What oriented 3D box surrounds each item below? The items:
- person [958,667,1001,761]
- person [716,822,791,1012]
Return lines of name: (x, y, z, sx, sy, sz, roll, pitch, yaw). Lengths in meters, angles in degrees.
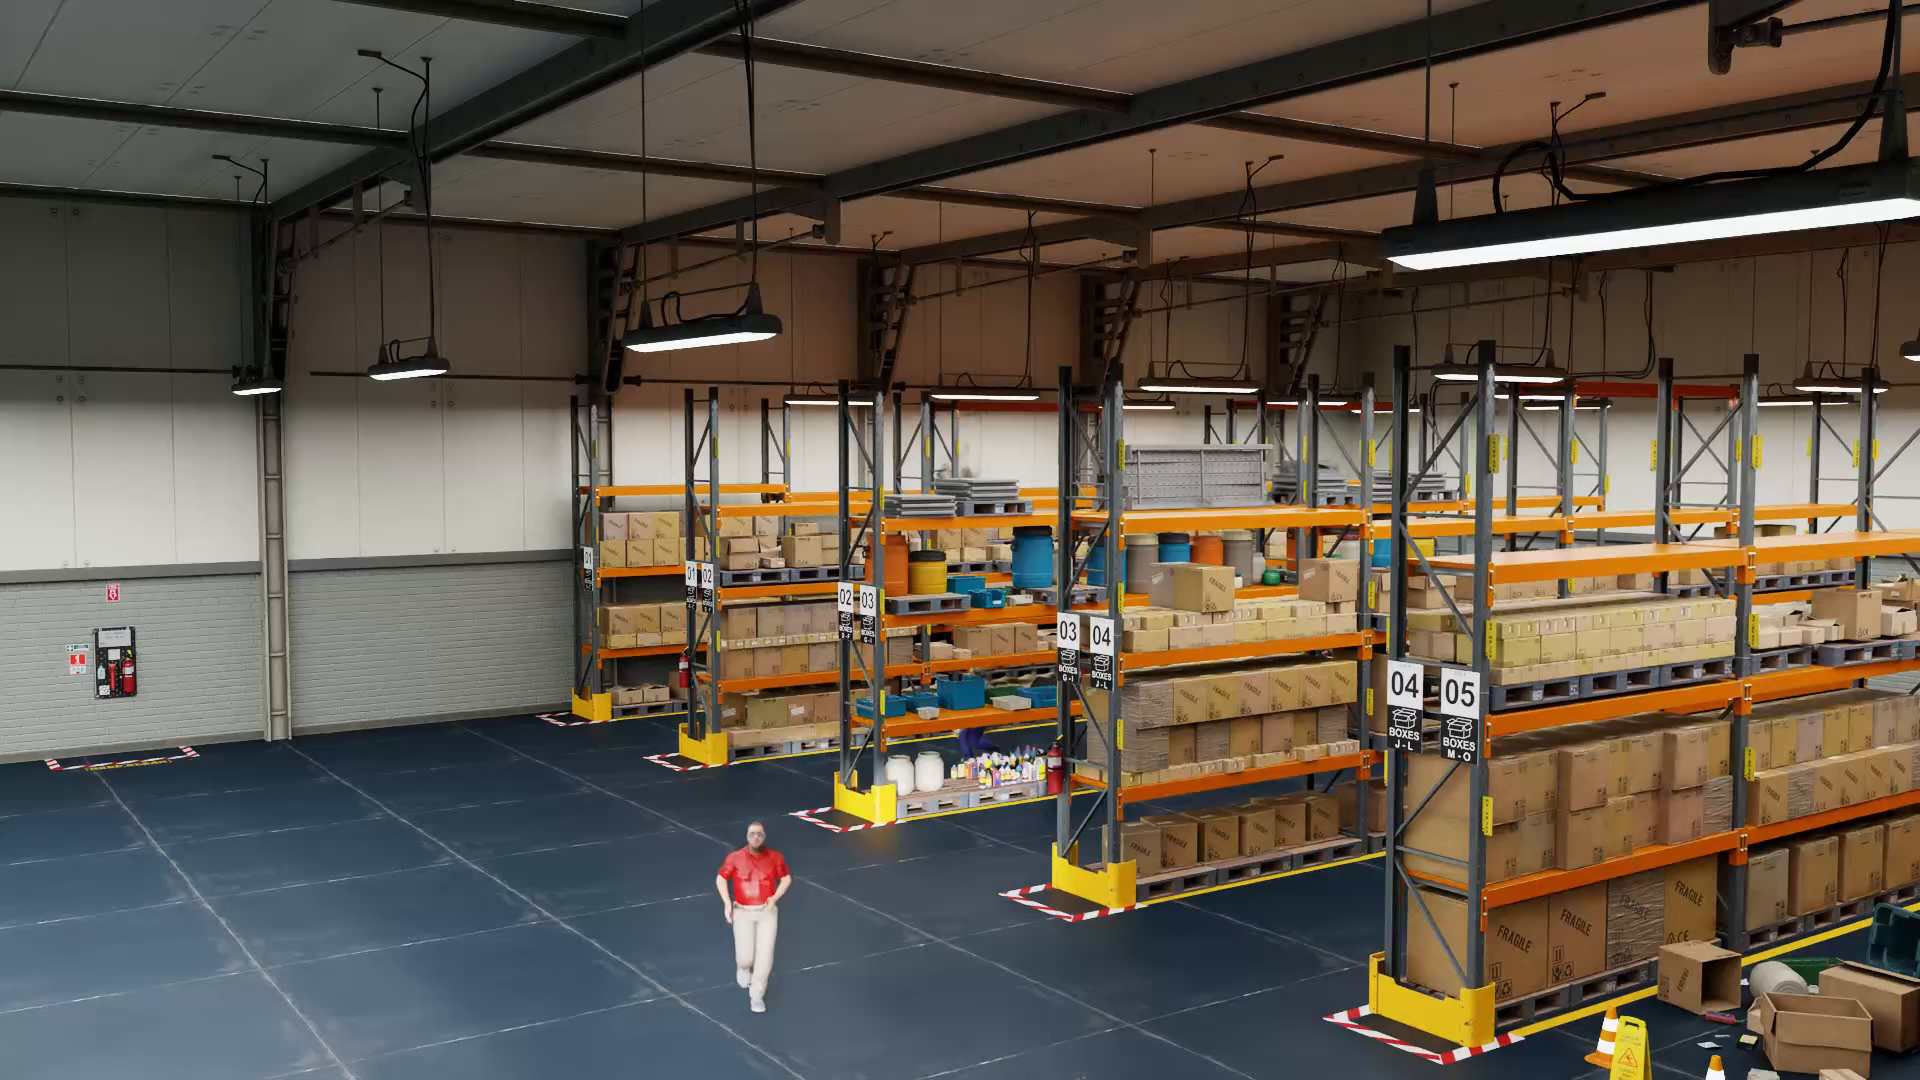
person: (0.279, 2.805, 26.114, 0.732, 1.621, 0.617, -2, 4, -32)
person: (-1.873, 3.408, 15.194, 0.679, 1.678, 0.619, -1, 4, -13)
